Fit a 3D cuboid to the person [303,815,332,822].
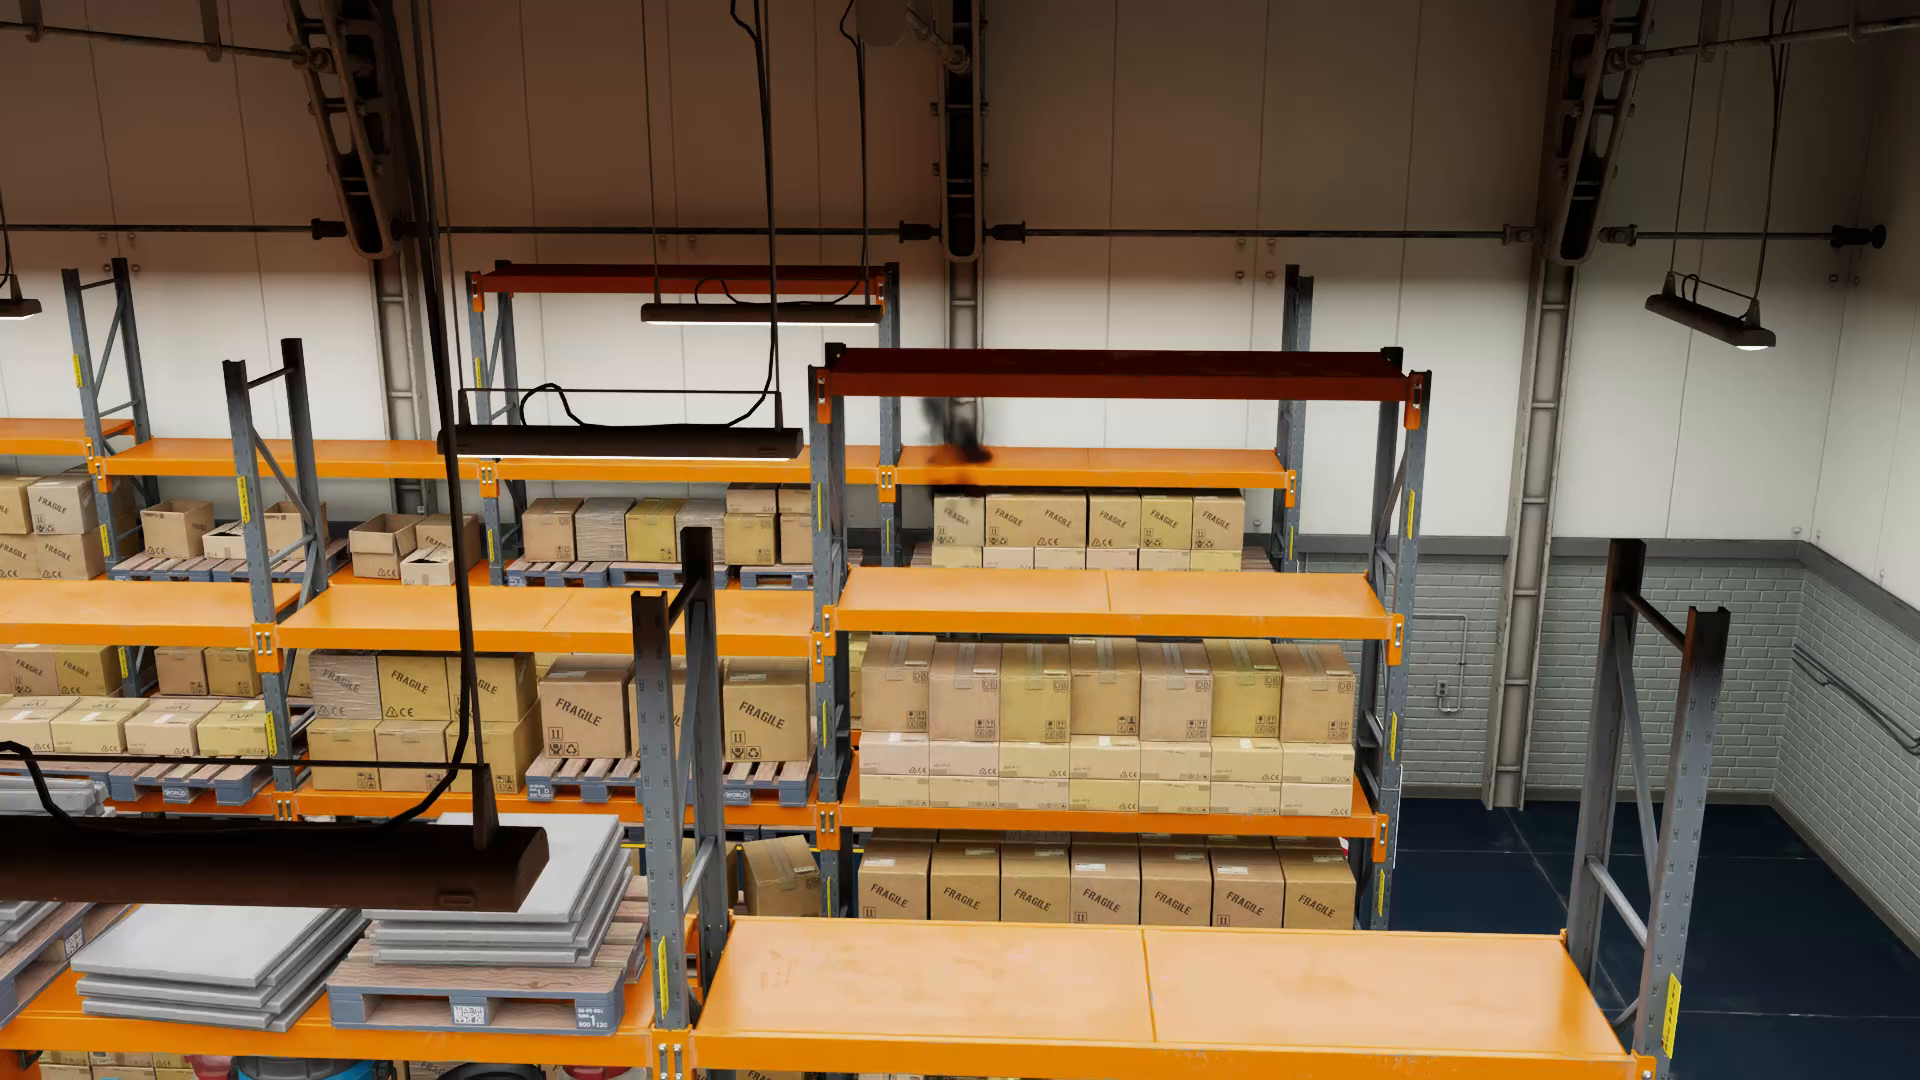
[{"bbox_3d":[-5.863,3.046,15.167,0.706,1.711,0.618,1,16,3],"label":"person"}]
